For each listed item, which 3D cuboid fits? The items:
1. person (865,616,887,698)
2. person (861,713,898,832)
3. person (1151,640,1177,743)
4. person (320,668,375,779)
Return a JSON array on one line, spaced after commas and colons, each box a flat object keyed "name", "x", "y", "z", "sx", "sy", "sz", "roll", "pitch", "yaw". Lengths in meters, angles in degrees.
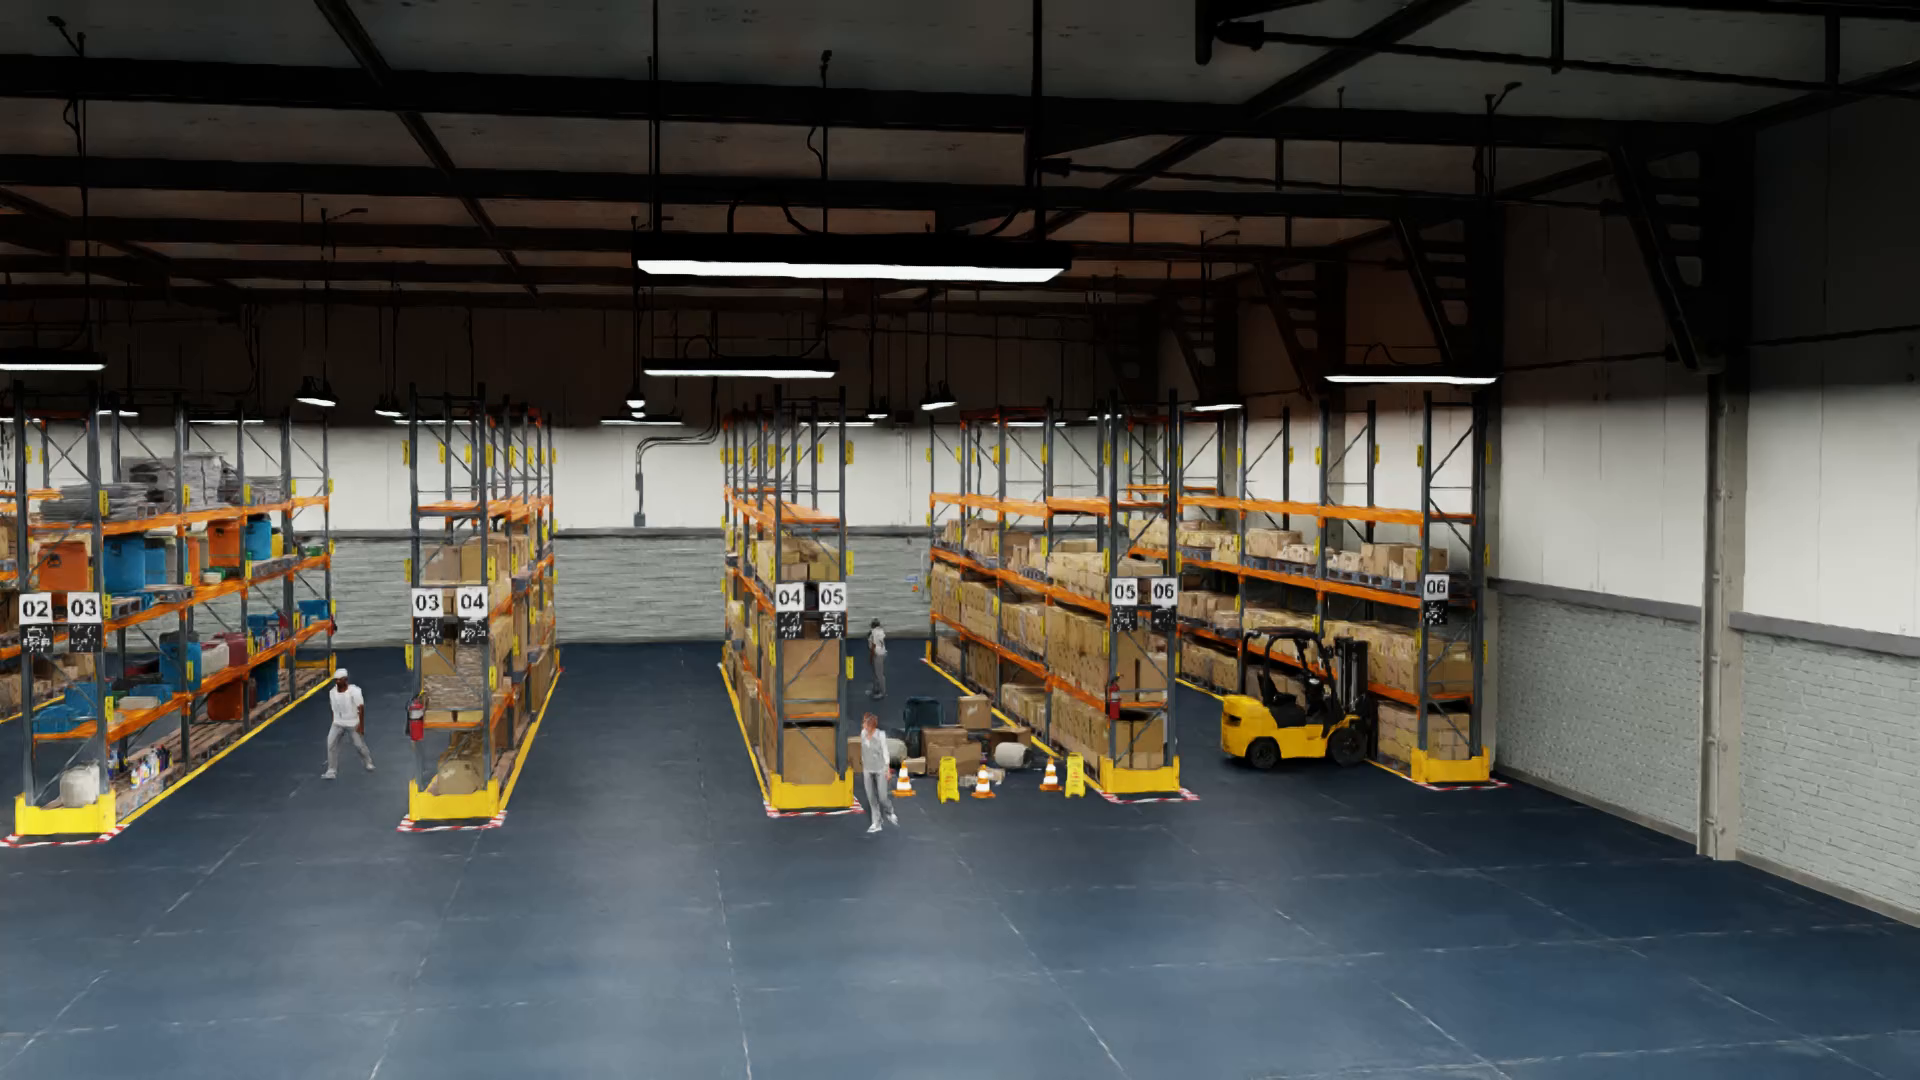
[{"name": "person", "x": -1.744, "y": 2.410, "z": 34.458, "sx": 0.549, "sy": 1.665, "sz": 0.573, "roll": 1, "pitch": 3, "yaw": 17}, {"name": "person", "x": -1.085, "y": 3.086, "z": 22.203, "sx": 0.474, "sy": 1.587, "sz": 0.500, "roll": 2, "pitch": 3, "yaw": 28}, {"name": "person", "x": 3.536, "y": 2.624, "z": 29.023, "sx": 0.495, "sy": 1.788, "sz": 0.640, "roll": -3, "pitch": 4, "yaw": -42}, {"name": "person", "x": -9.553, "y": 2.839, "z": 25.941, "sx": 0.616, "sy": 1.712, "sz": 0.970, "roll": 0, "pitch": 3, "yaw": 10}]
